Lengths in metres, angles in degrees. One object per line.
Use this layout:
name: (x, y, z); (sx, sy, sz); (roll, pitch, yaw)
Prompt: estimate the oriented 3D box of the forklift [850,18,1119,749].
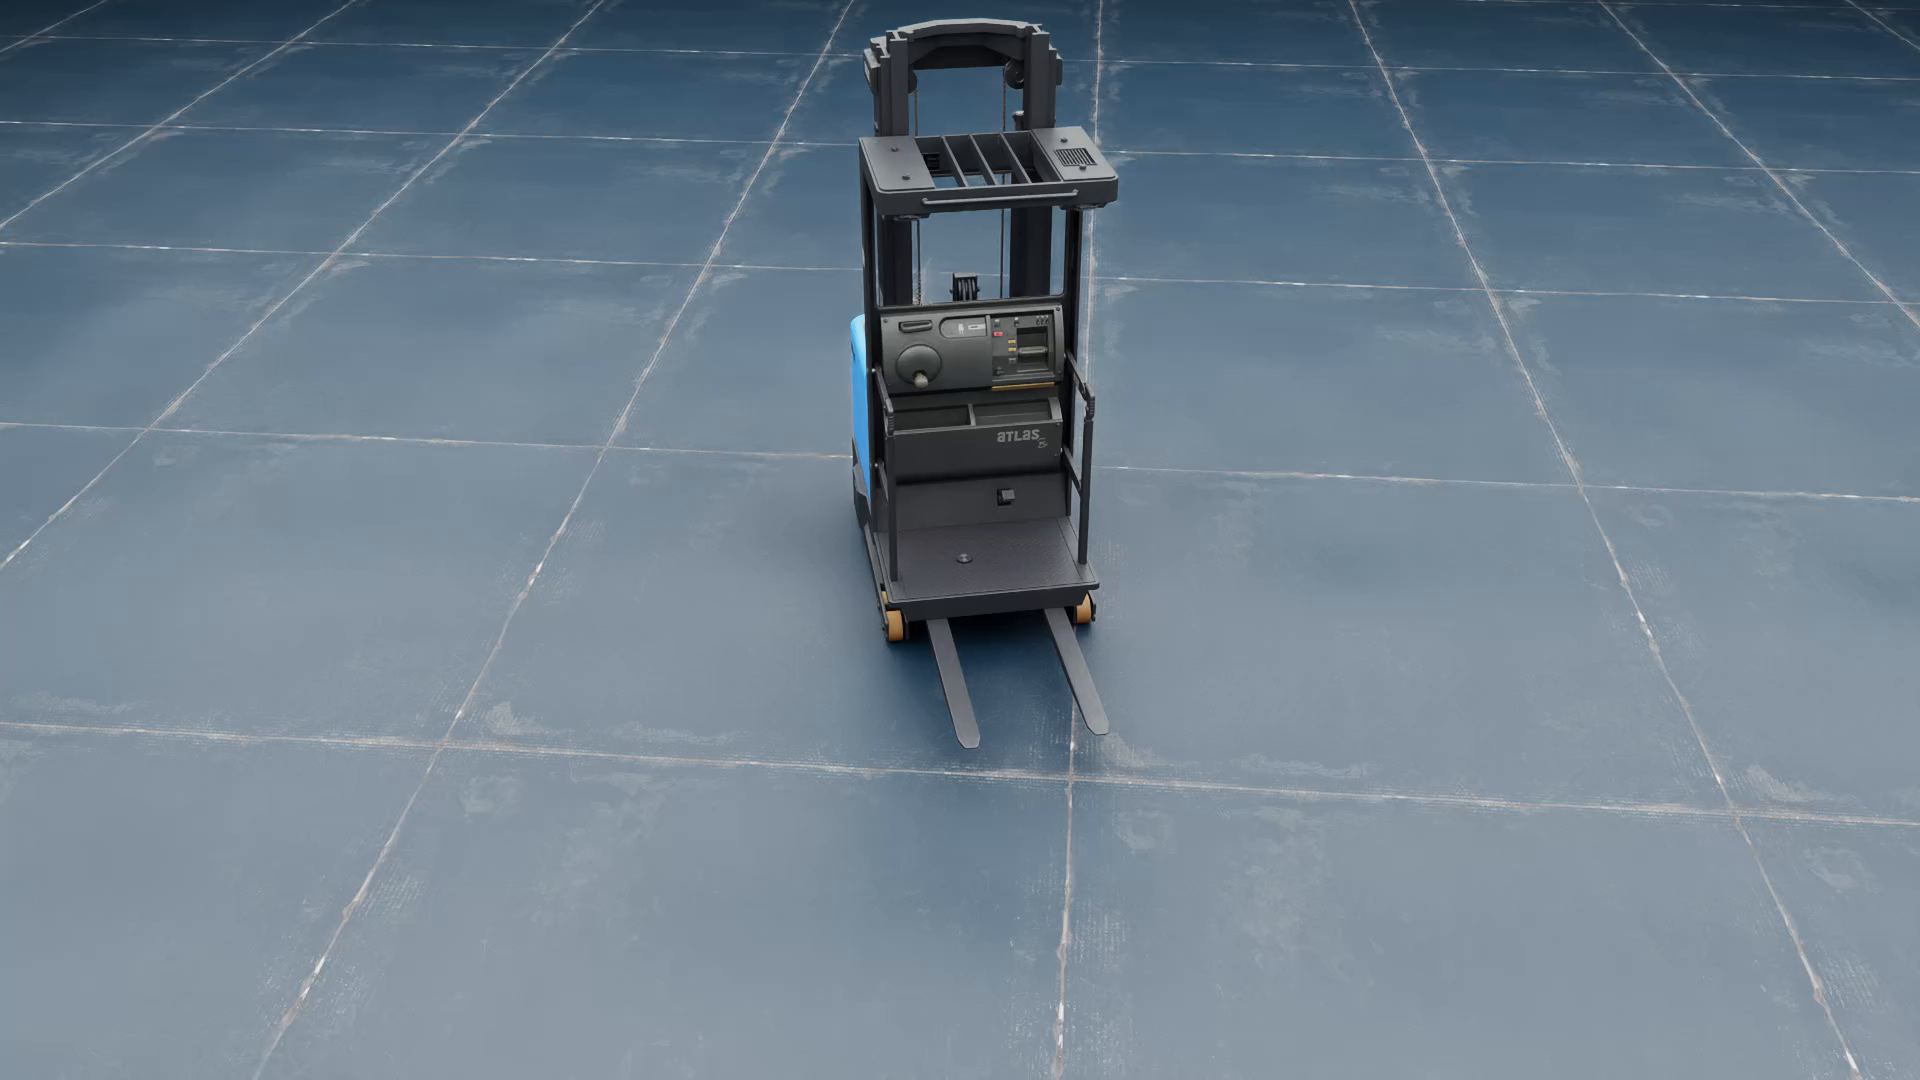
forklift: (0.104, -0.921, 8.232); (1.130, 2.935, 3.031); (-5, 32, -8)
